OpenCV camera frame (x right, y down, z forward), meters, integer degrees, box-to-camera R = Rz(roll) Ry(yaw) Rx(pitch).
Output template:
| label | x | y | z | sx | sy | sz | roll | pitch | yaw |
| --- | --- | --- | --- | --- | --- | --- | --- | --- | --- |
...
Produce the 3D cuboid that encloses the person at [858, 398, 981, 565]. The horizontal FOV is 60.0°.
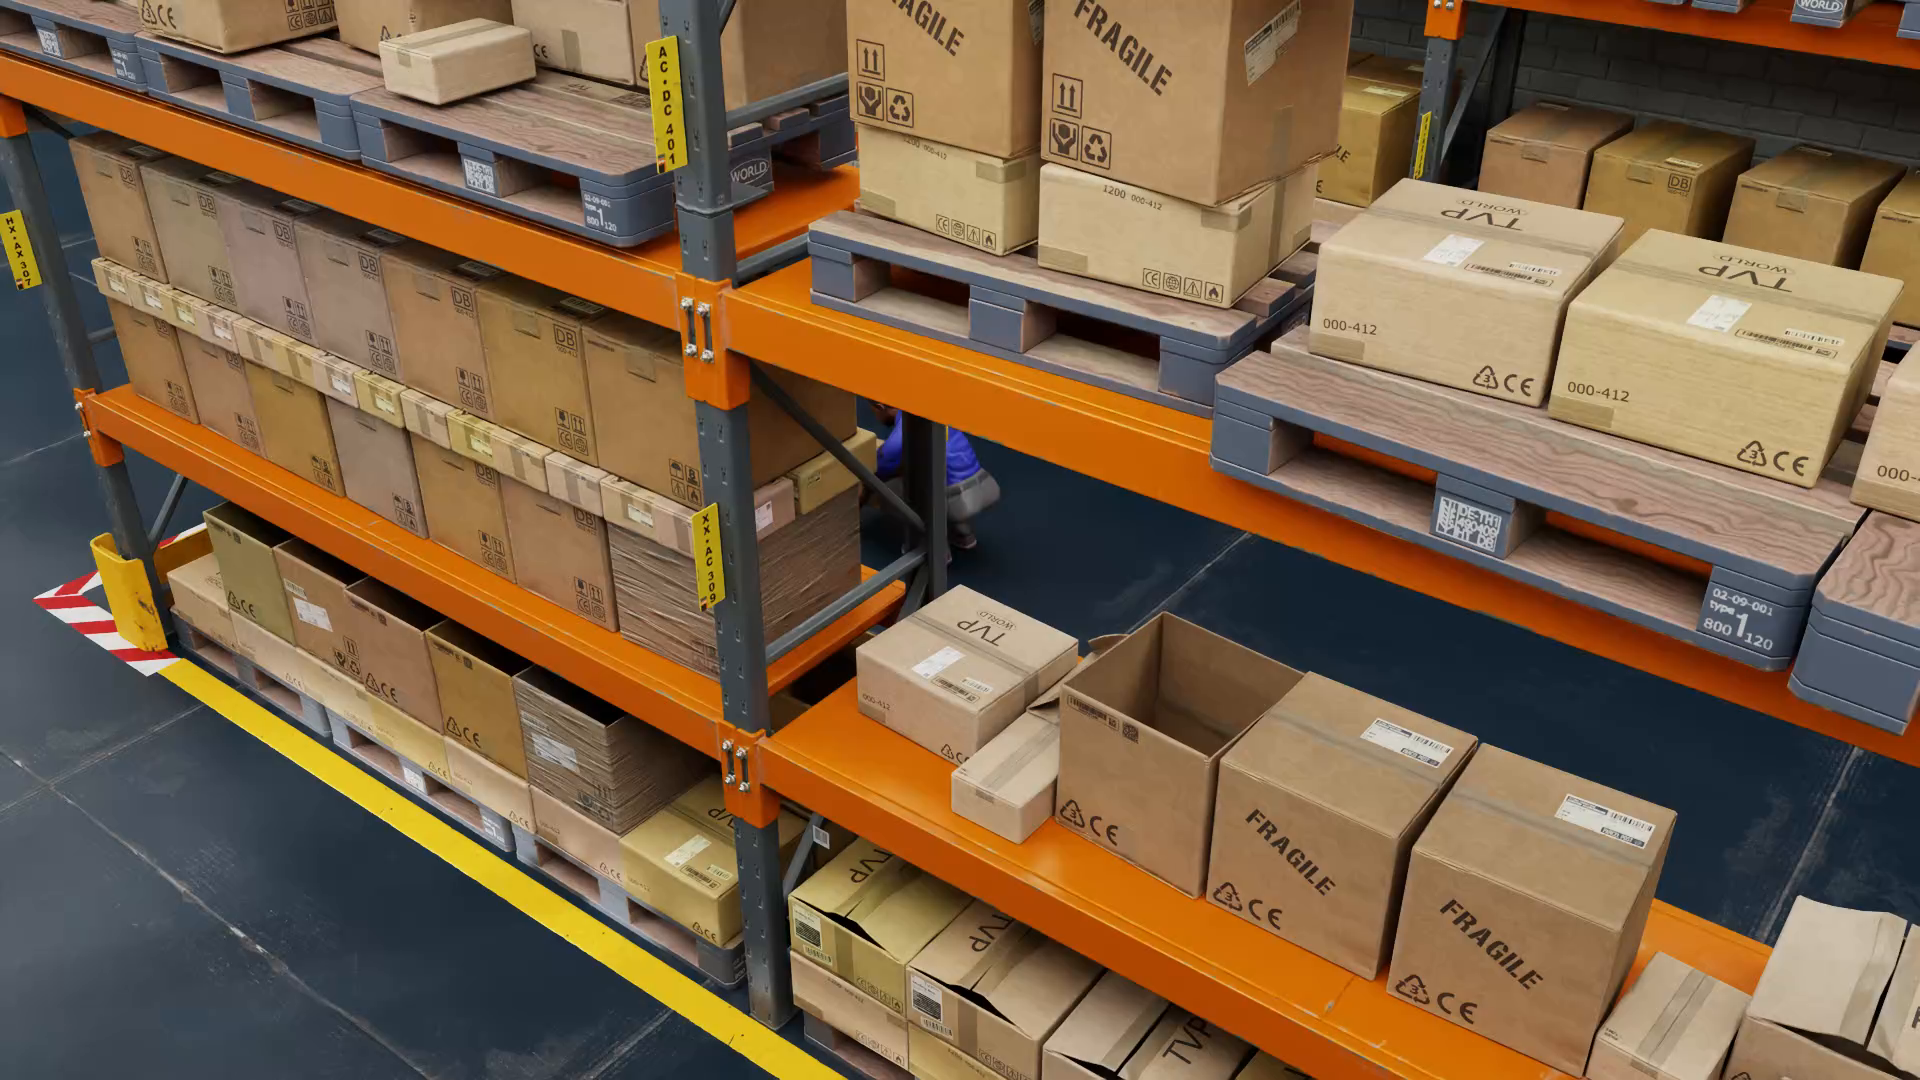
| label | x | y | z | sx | sy | sz | roll | pitch | yaw |
| --- | --- | --- | --- | --- | --- | --- | --- | --- | --- |
| person | -0.227 | -0.376 | 8.488 | 0.685 | 0.924 | 0.535 | 21 | 37 | 31 |
